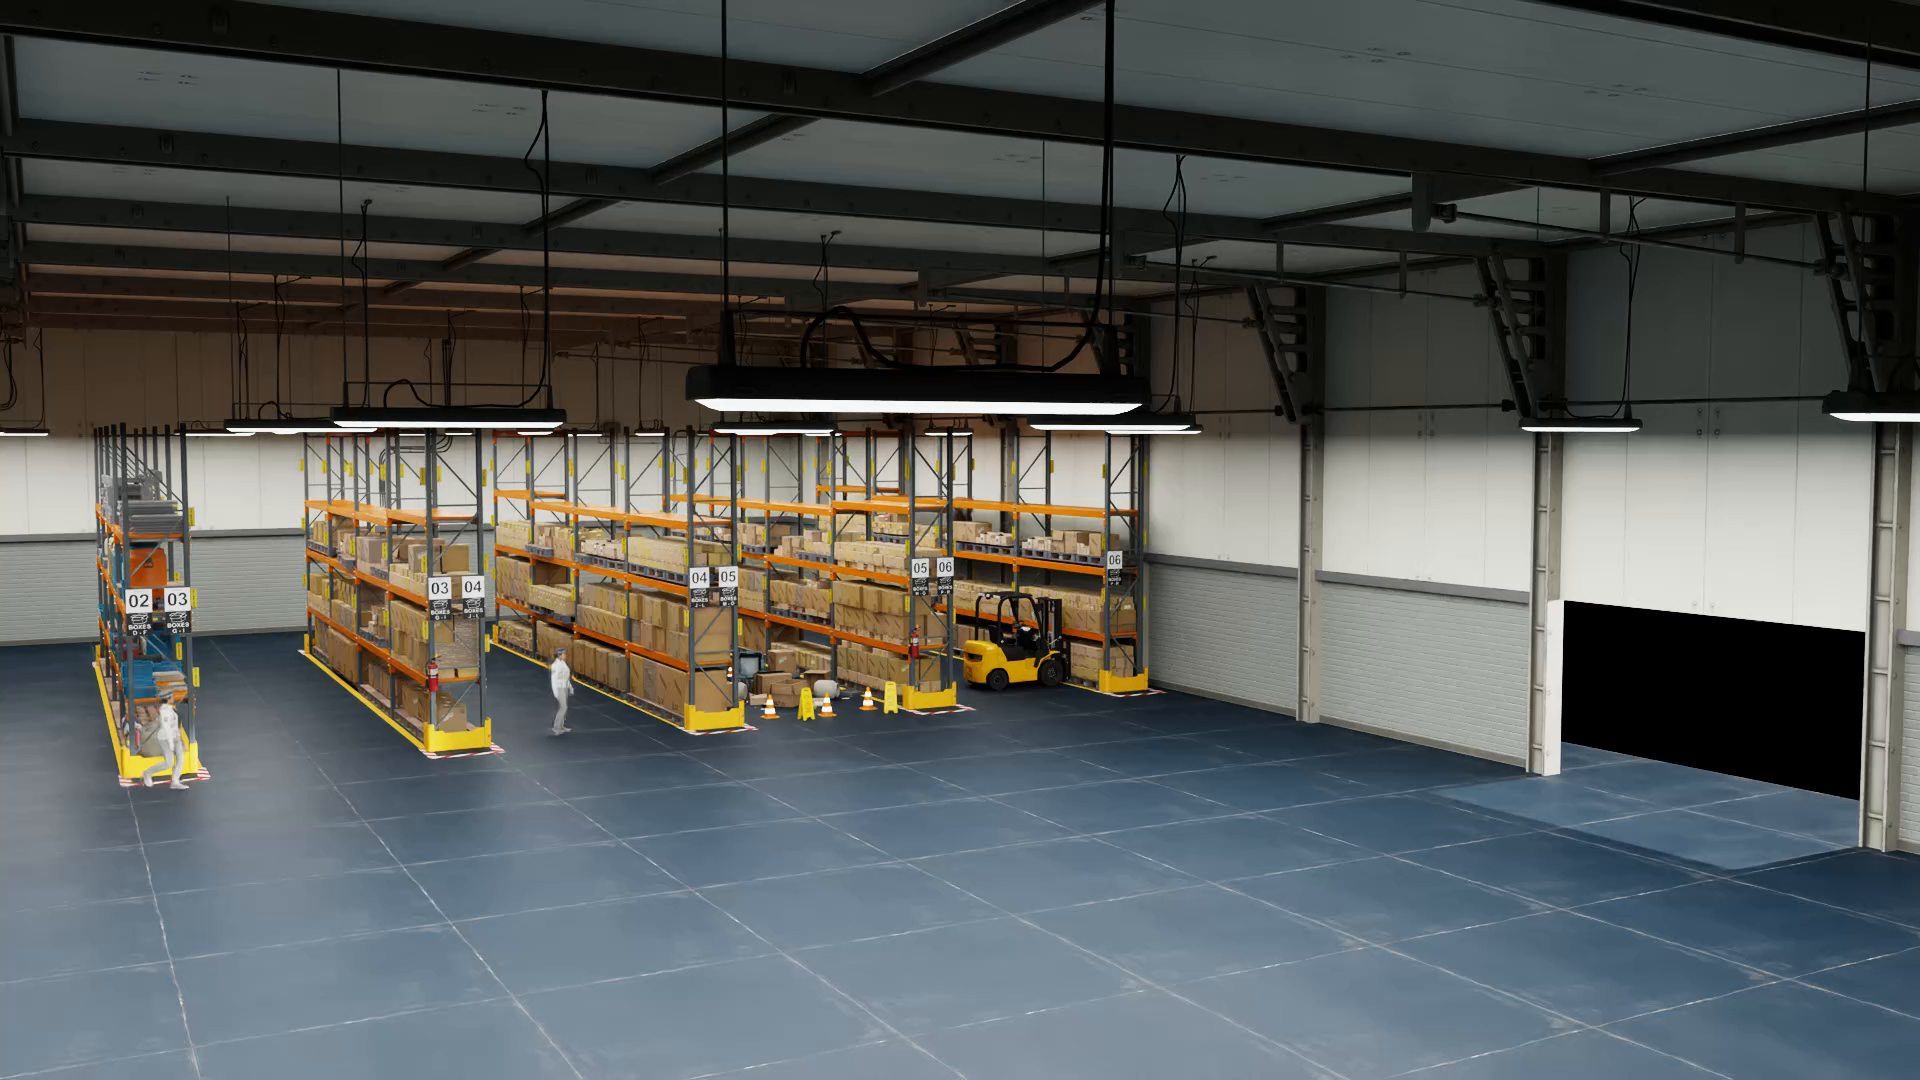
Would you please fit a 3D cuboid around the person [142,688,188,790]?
[{"bbox_3d":[-12.939,3.244,27.055,0.662,1.650,0.459,0,3,4],"label":"person"}]

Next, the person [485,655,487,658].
[{"bbox_3d":[-12.553,2.261,43.349,0.499,1.662,0.372,3,5,42],"label":"person"}]

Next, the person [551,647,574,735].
[{"bbox_3d":[-7.775,2.934,32.456,0.349,1.700,0.545,1,4,9],"label":"person"}]
